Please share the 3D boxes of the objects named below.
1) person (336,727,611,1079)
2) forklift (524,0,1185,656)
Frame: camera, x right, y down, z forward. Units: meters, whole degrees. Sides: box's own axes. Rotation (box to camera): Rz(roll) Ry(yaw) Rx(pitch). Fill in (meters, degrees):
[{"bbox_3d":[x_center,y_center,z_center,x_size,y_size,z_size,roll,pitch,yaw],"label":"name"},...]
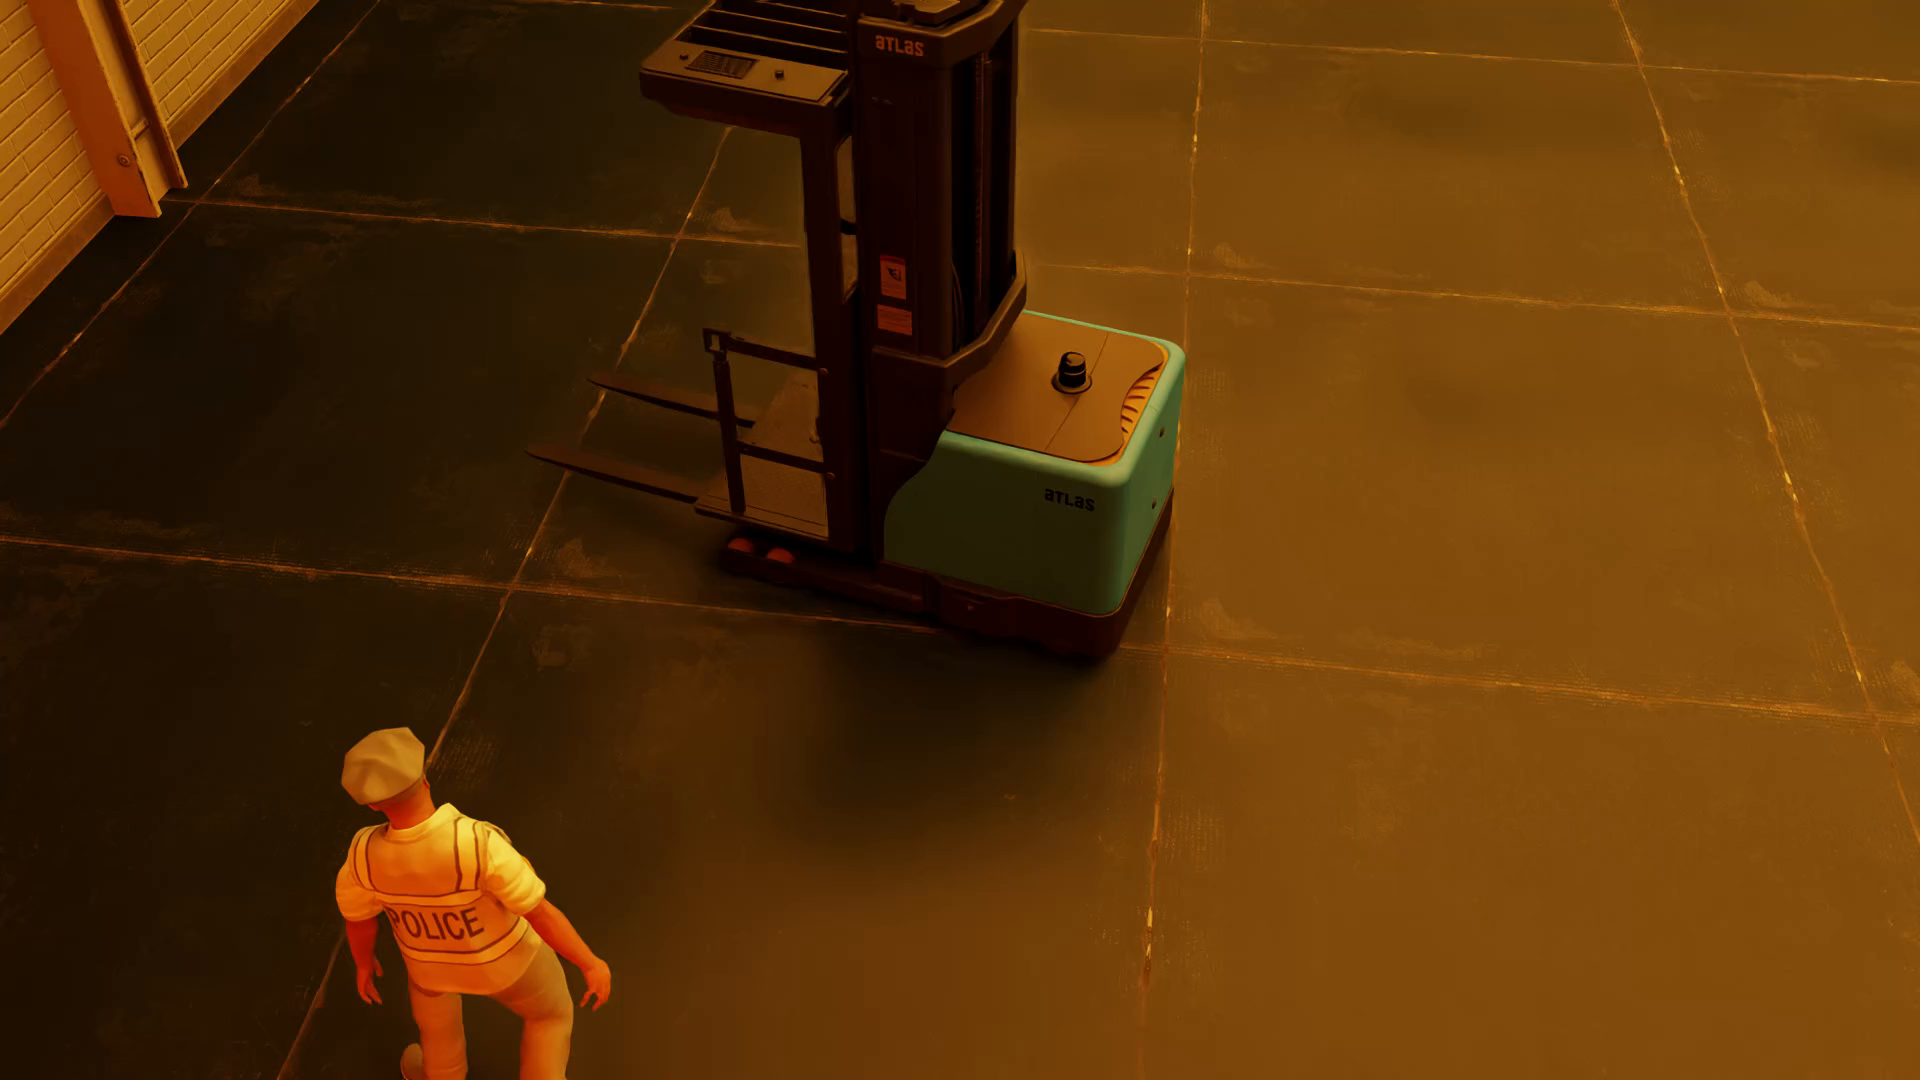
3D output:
[{"bbox_3d":[-1.532,1.327,5.251,0.898,1.729,0.498,5,43,5],"label":"person"},{"bbox_3d":[-0.576,-1.196,7.026,3.031,2.935,1.130,14,44,15],"label":"forklift"}]
